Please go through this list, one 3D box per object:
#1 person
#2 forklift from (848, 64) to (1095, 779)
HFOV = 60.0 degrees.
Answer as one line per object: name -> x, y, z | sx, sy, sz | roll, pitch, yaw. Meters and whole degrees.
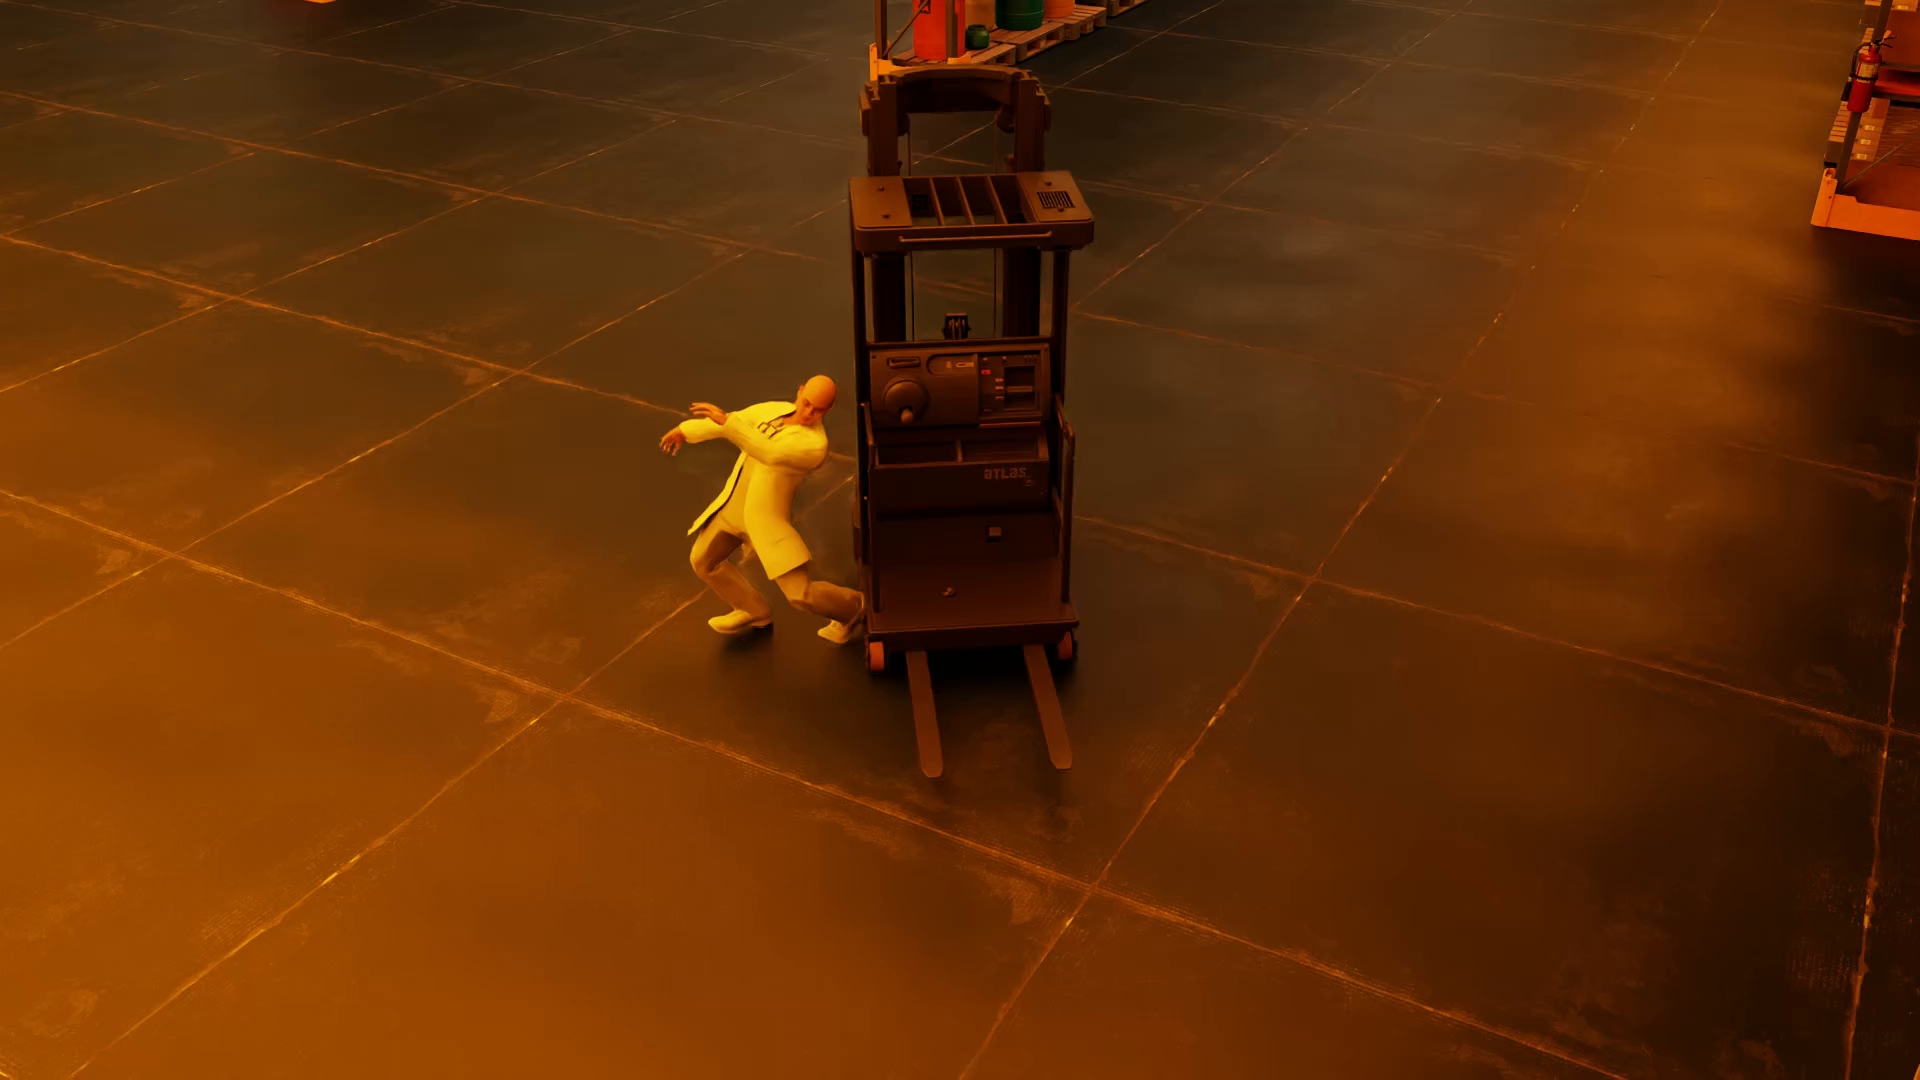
person -> -1.102, -0.171, 8.746 | 1.070, 1.504, 0.811 | 23, 37, 34
forklift -> 0.028, -0.750, 8.370 | 1.130, 2.935, 3.031 | -3, 30, -5
